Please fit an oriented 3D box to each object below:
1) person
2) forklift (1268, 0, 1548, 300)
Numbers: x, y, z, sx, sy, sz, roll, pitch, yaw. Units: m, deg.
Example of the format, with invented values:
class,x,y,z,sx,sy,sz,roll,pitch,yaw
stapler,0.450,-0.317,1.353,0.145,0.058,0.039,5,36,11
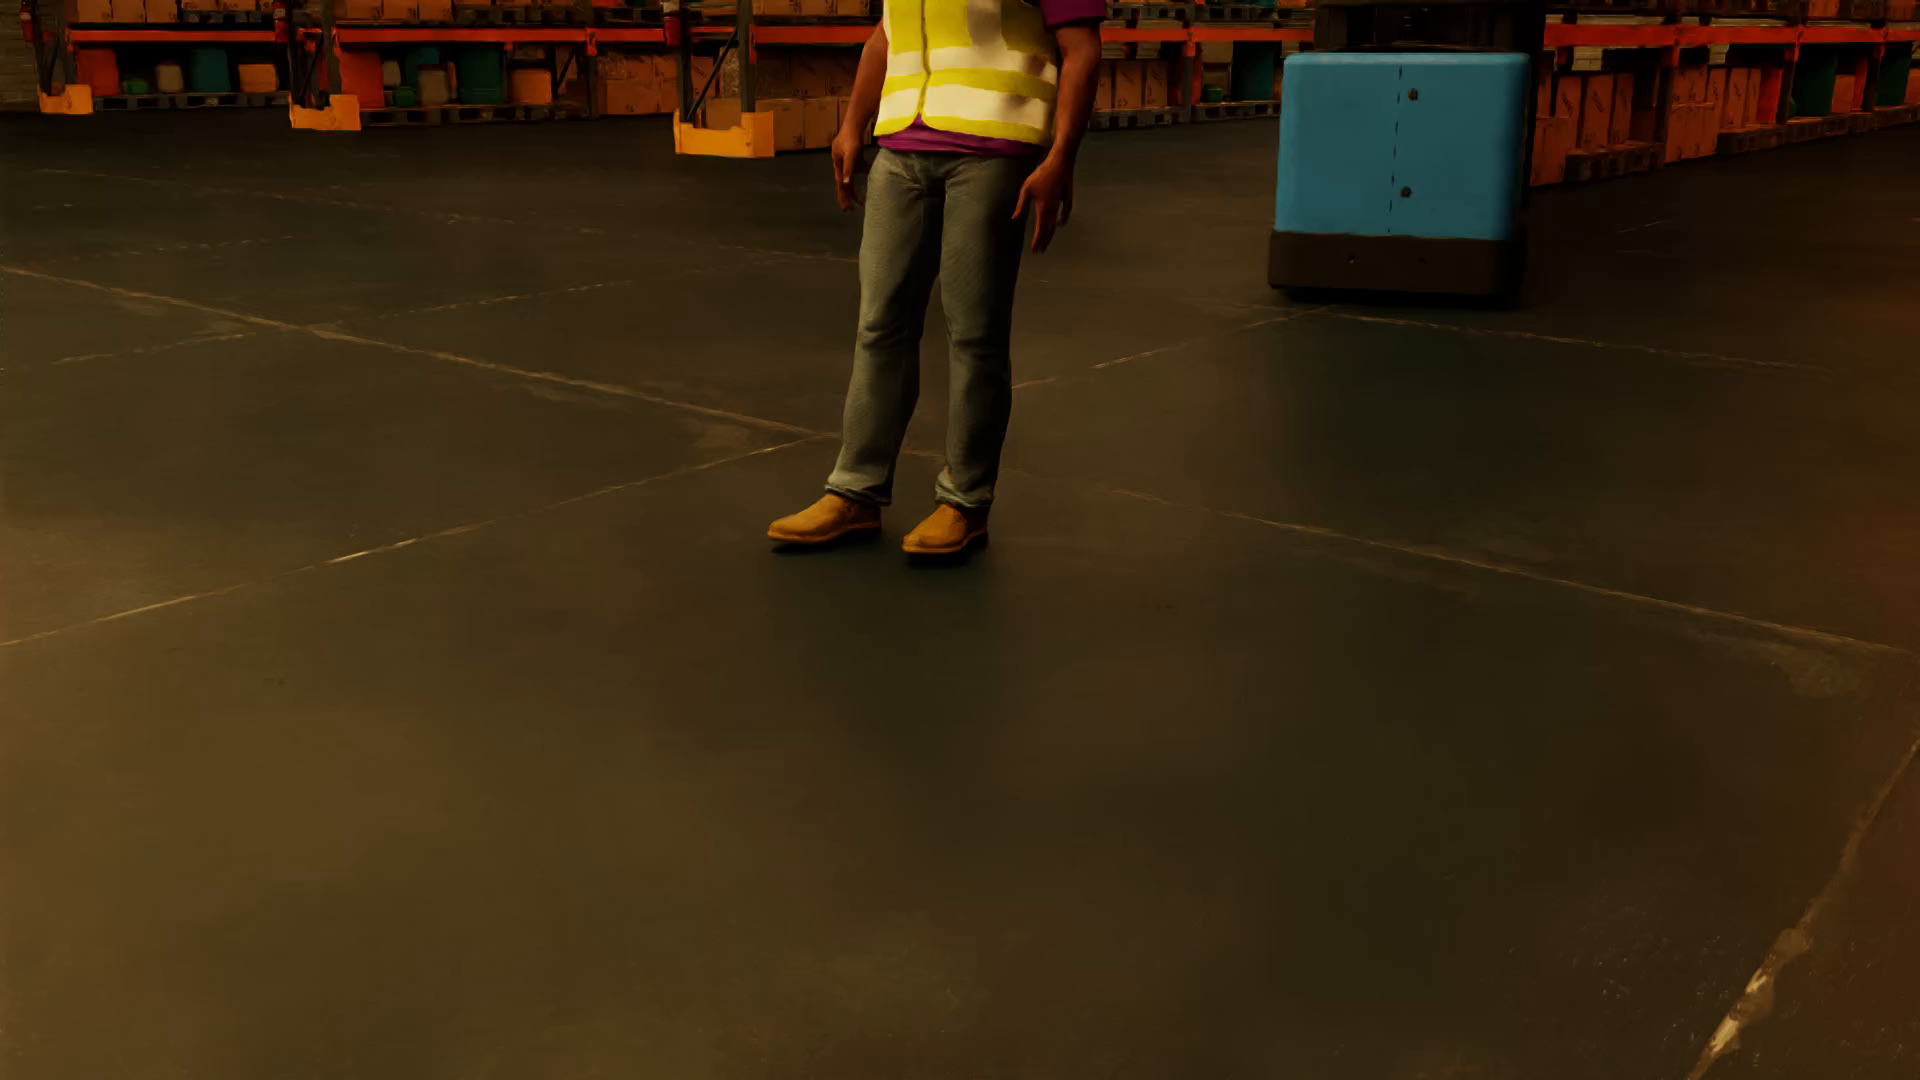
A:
class,x,y,z,sx,sy,sz,roll,pitch,yaw
person,-0.048,-0.837,3.635,0.665,1.766,0.576,13,21,37
forklift,2.369,-2.844,8.263,1.130,2.935,3.031,6,18,19
